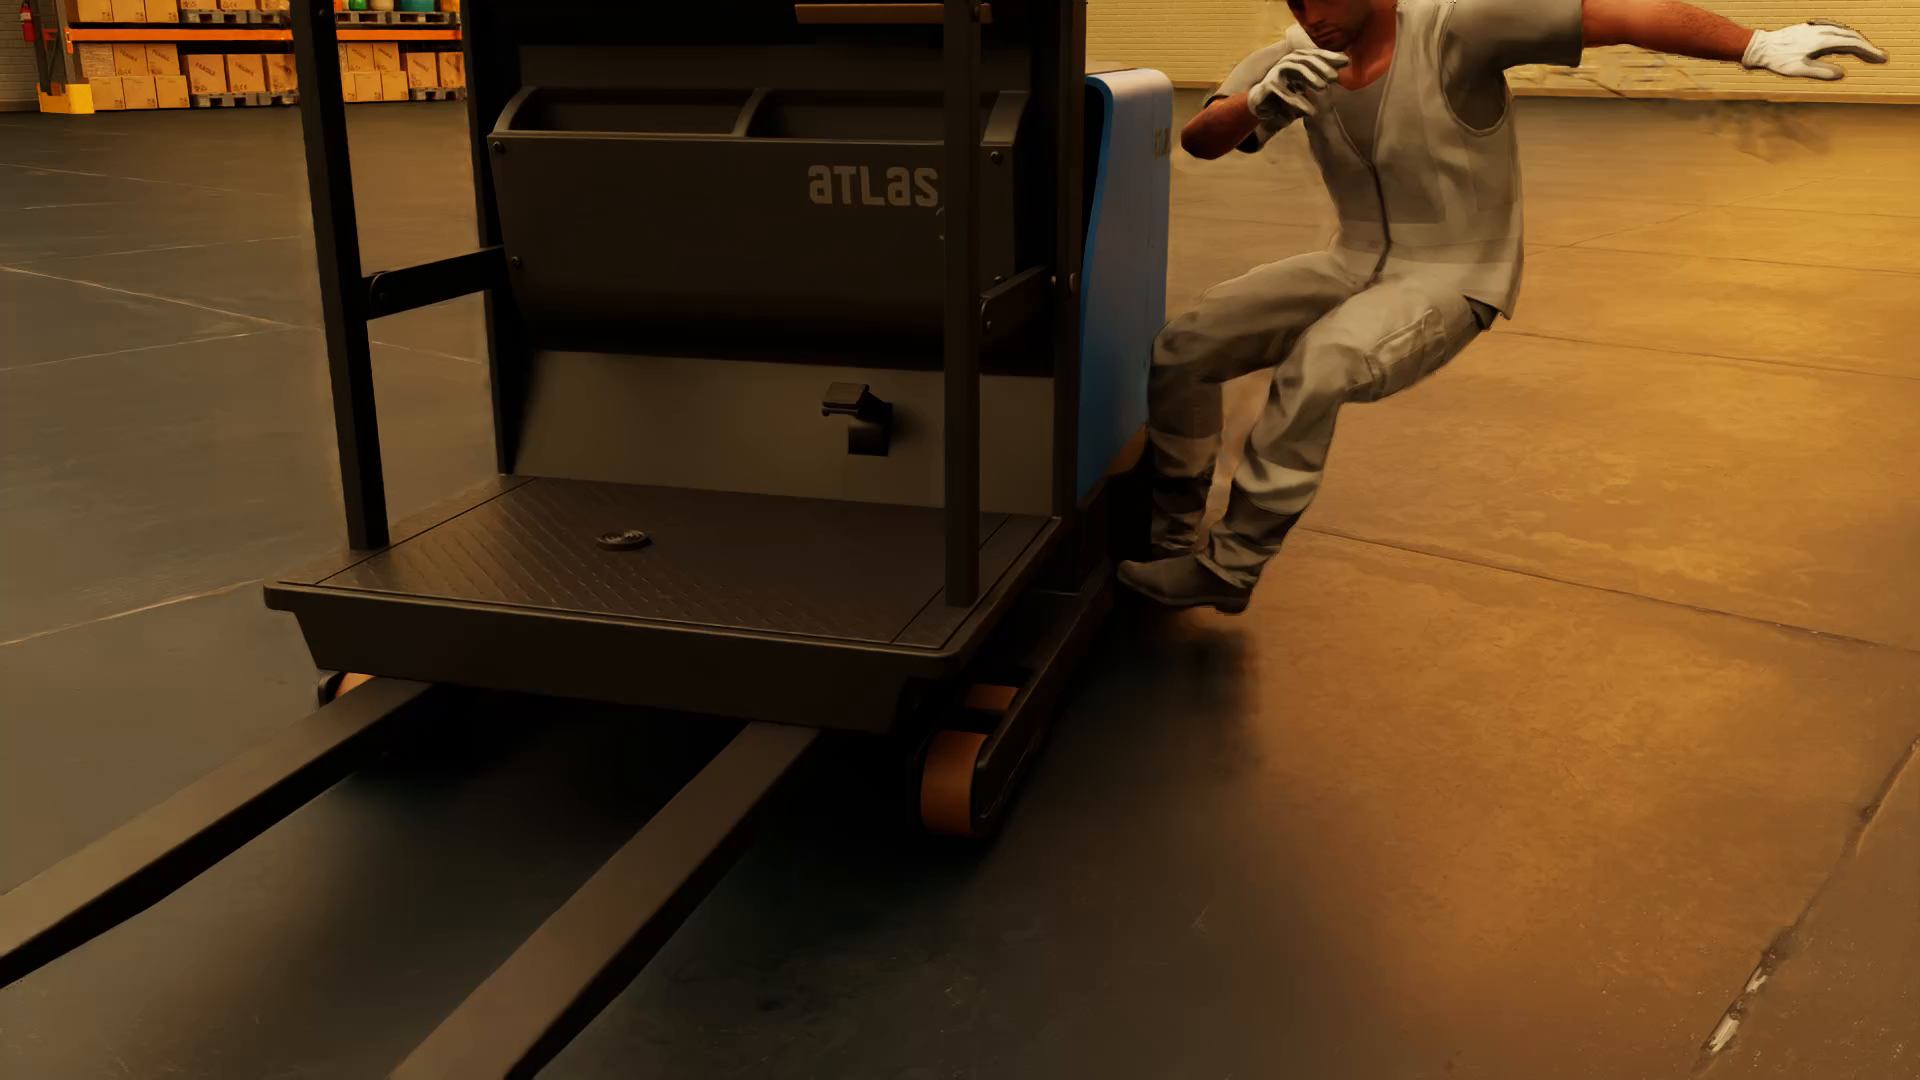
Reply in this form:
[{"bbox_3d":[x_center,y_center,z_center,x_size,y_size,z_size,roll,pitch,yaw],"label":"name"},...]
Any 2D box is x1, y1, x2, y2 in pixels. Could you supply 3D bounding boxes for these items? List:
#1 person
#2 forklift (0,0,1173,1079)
[{"bbox_3d":[0.848,-0.484,3.153,0.843,1.431,1.311,-15,22,-40],"label":"person"},{"bbox_3d":[-0.400,-1.082,2.460,1.130,2.935,3.031,5,18,15],"label":"forklift"}]
